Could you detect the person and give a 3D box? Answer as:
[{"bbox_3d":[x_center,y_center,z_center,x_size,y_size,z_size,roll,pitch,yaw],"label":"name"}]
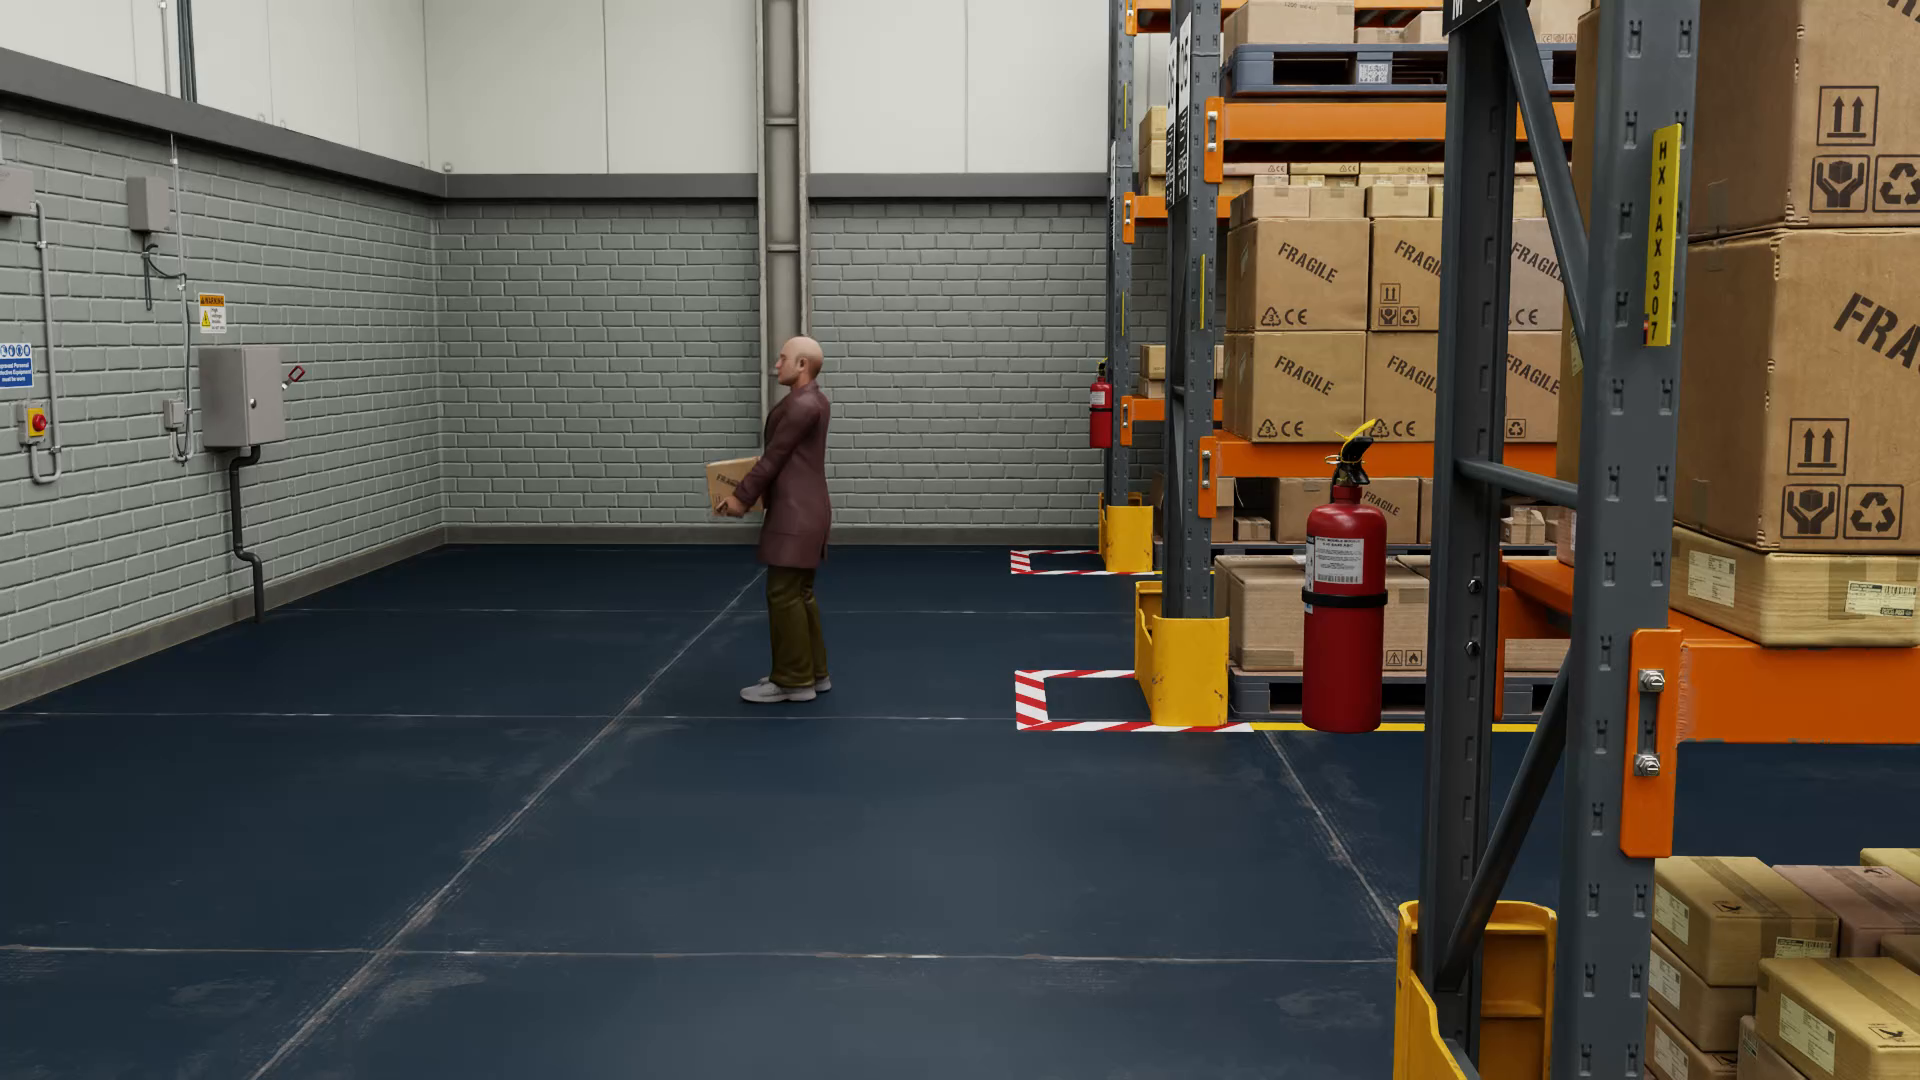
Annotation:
[{"bbox_3d":[-0.906,-0.094,8.157,0.545,1.764,0.524,0,7,1],"label":"person"}]
